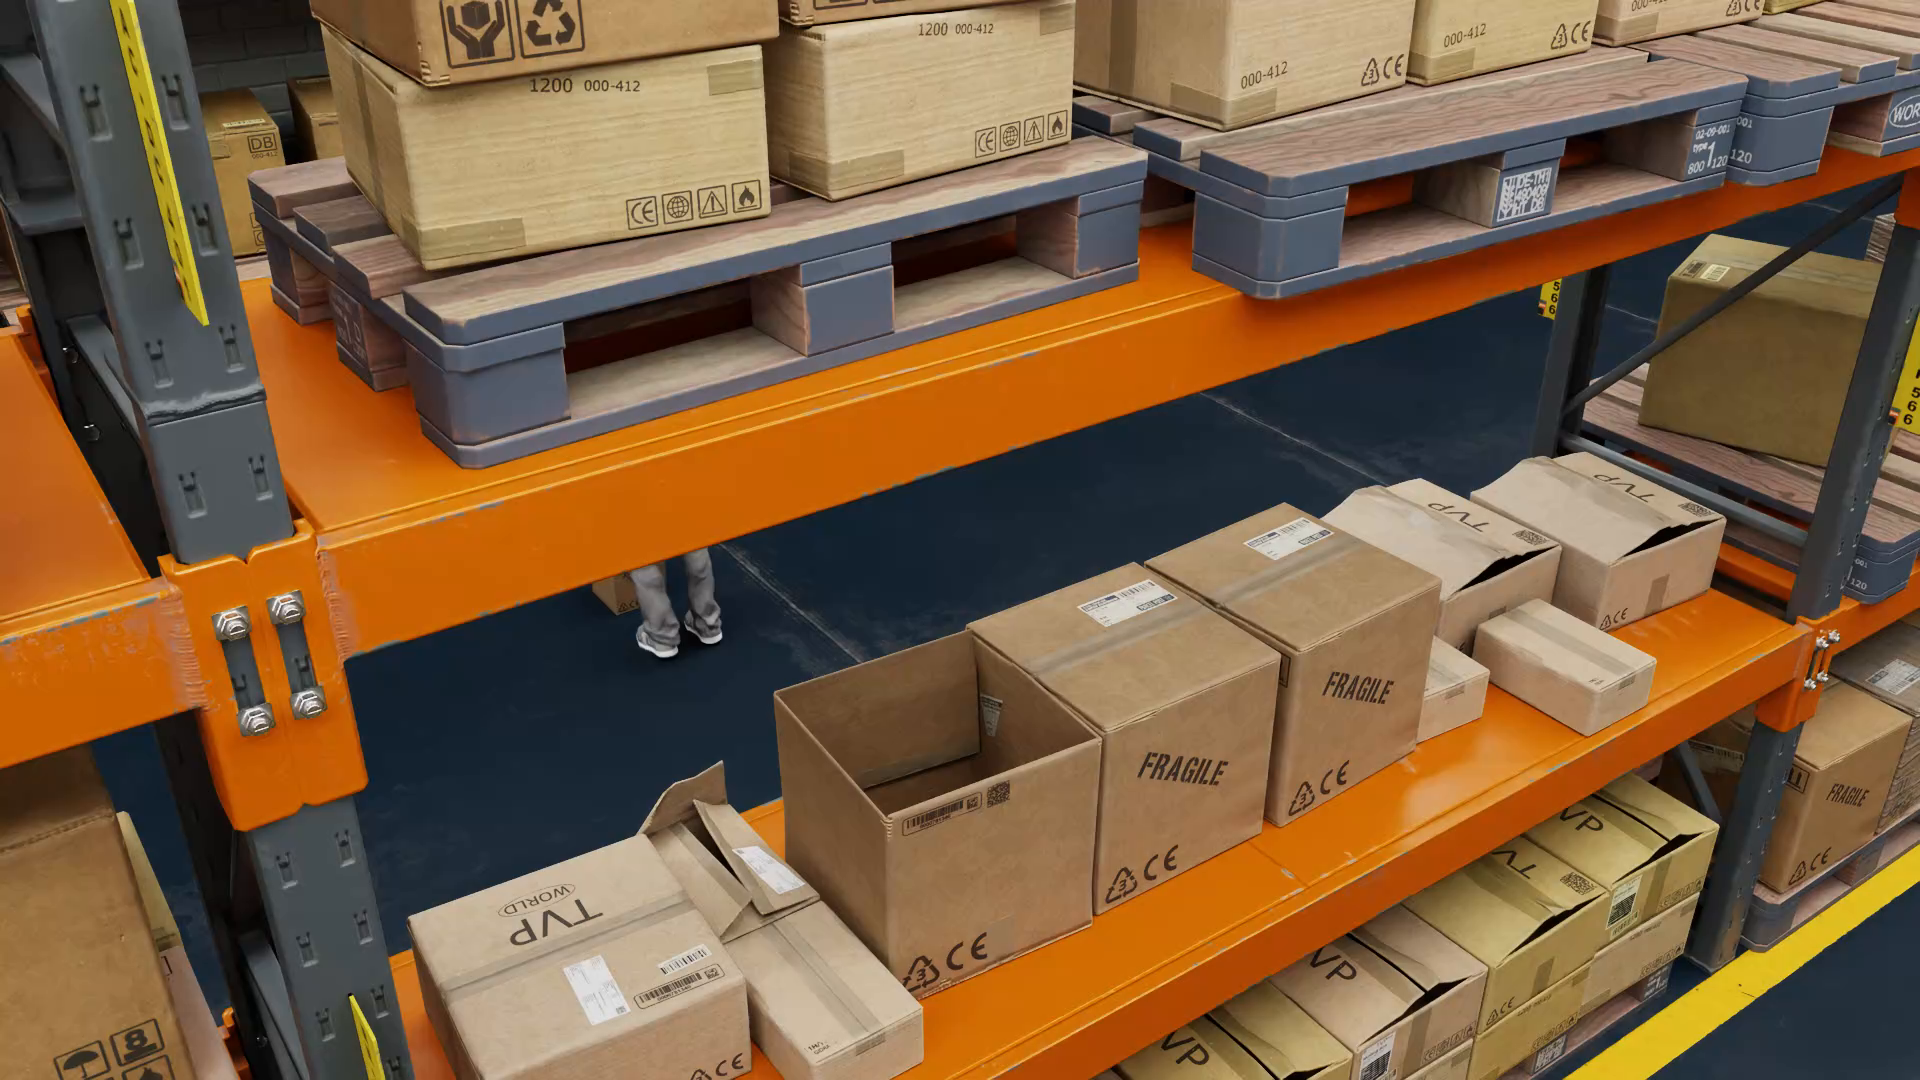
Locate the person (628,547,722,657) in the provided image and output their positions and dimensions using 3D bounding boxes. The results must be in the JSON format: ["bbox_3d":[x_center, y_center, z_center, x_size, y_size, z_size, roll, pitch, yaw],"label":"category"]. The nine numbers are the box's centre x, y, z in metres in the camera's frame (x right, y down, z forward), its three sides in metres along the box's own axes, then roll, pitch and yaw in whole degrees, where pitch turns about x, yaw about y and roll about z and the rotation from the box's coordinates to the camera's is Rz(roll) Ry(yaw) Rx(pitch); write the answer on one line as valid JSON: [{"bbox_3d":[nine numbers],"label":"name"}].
[{"bbox_3d":[-1.206,-0.229,6.635,0.433,1.523,0.417,-18,34,-29],"label":"person"}]
